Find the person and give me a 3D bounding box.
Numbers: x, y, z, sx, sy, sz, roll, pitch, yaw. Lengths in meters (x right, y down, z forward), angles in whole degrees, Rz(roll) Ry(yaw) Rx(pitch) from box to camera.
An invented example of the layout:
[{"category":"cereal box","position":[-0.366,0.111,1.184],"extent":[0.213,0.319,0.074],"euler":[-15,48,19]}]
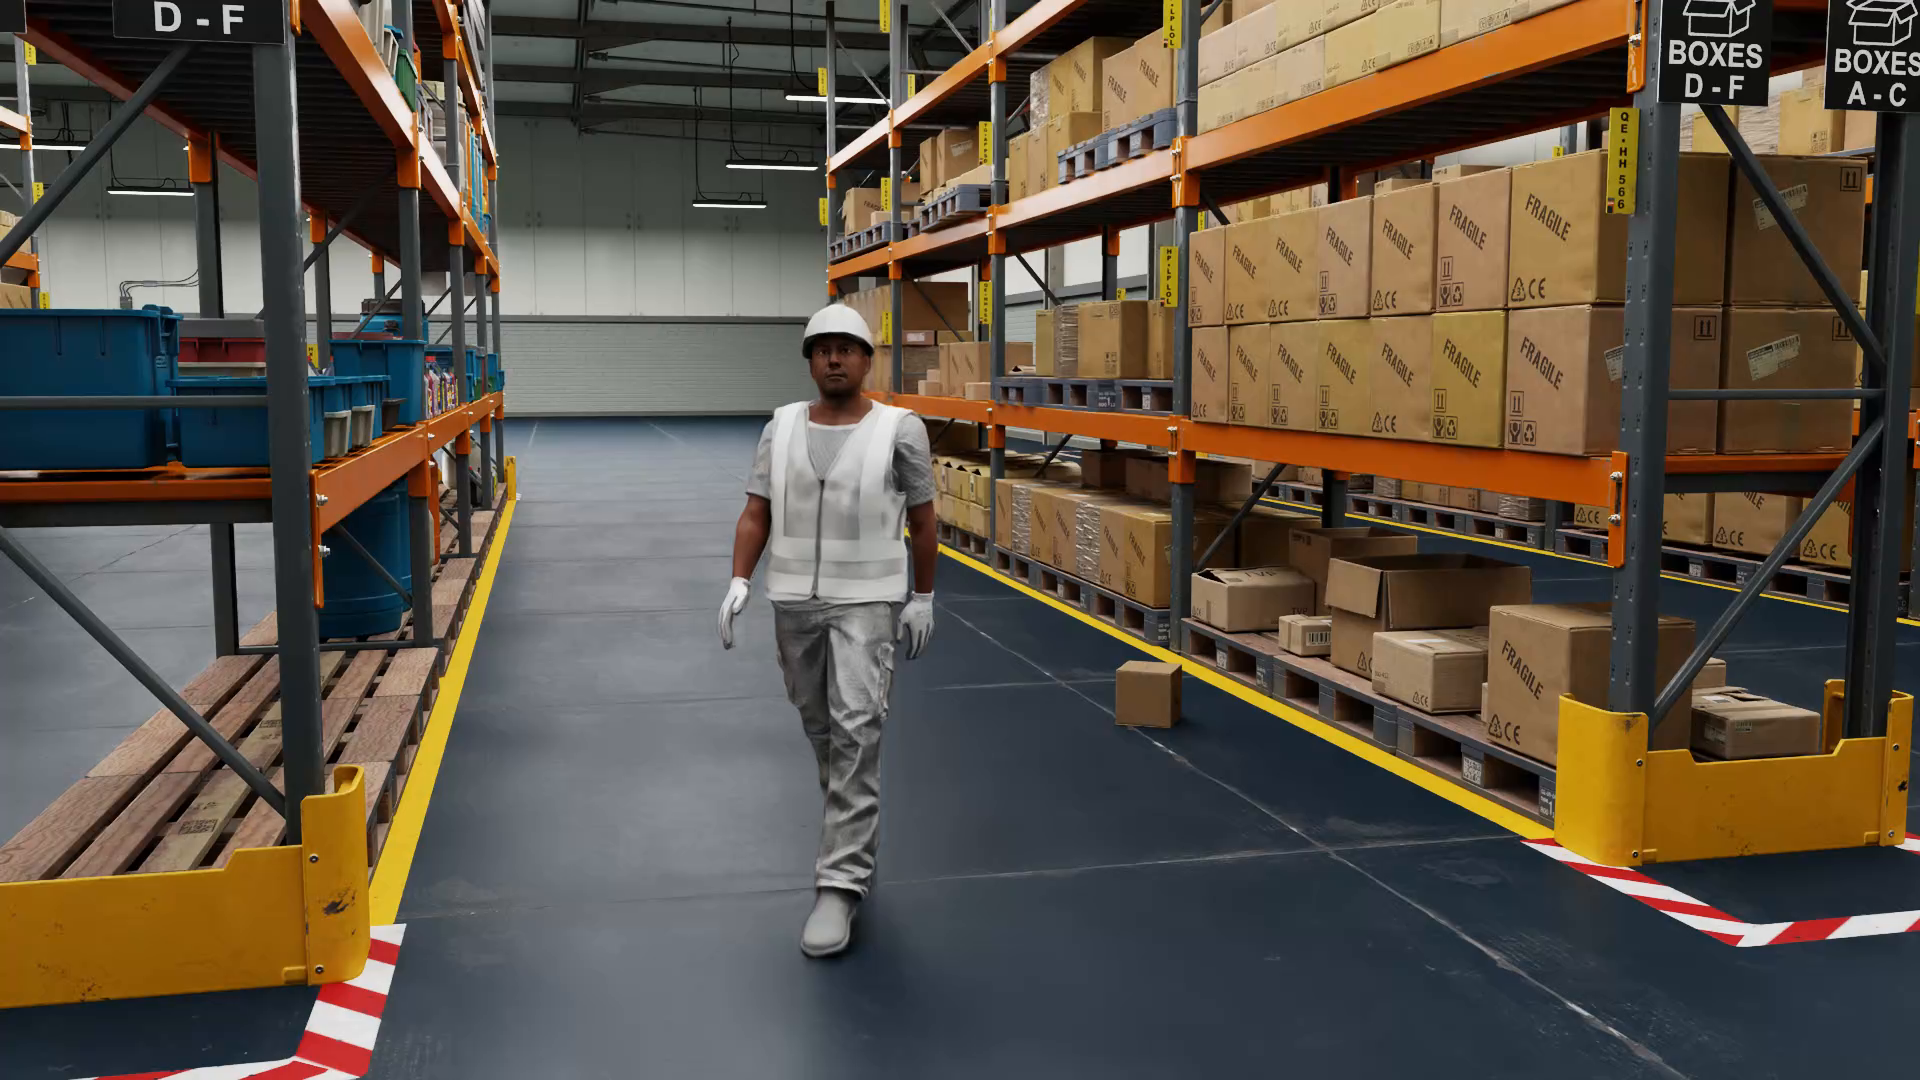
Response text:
[{"category":"person","position":[-0.408,0.196,4.820],"extent":[0.548,1.754,0.898],"euler":[2,6,18]}]
